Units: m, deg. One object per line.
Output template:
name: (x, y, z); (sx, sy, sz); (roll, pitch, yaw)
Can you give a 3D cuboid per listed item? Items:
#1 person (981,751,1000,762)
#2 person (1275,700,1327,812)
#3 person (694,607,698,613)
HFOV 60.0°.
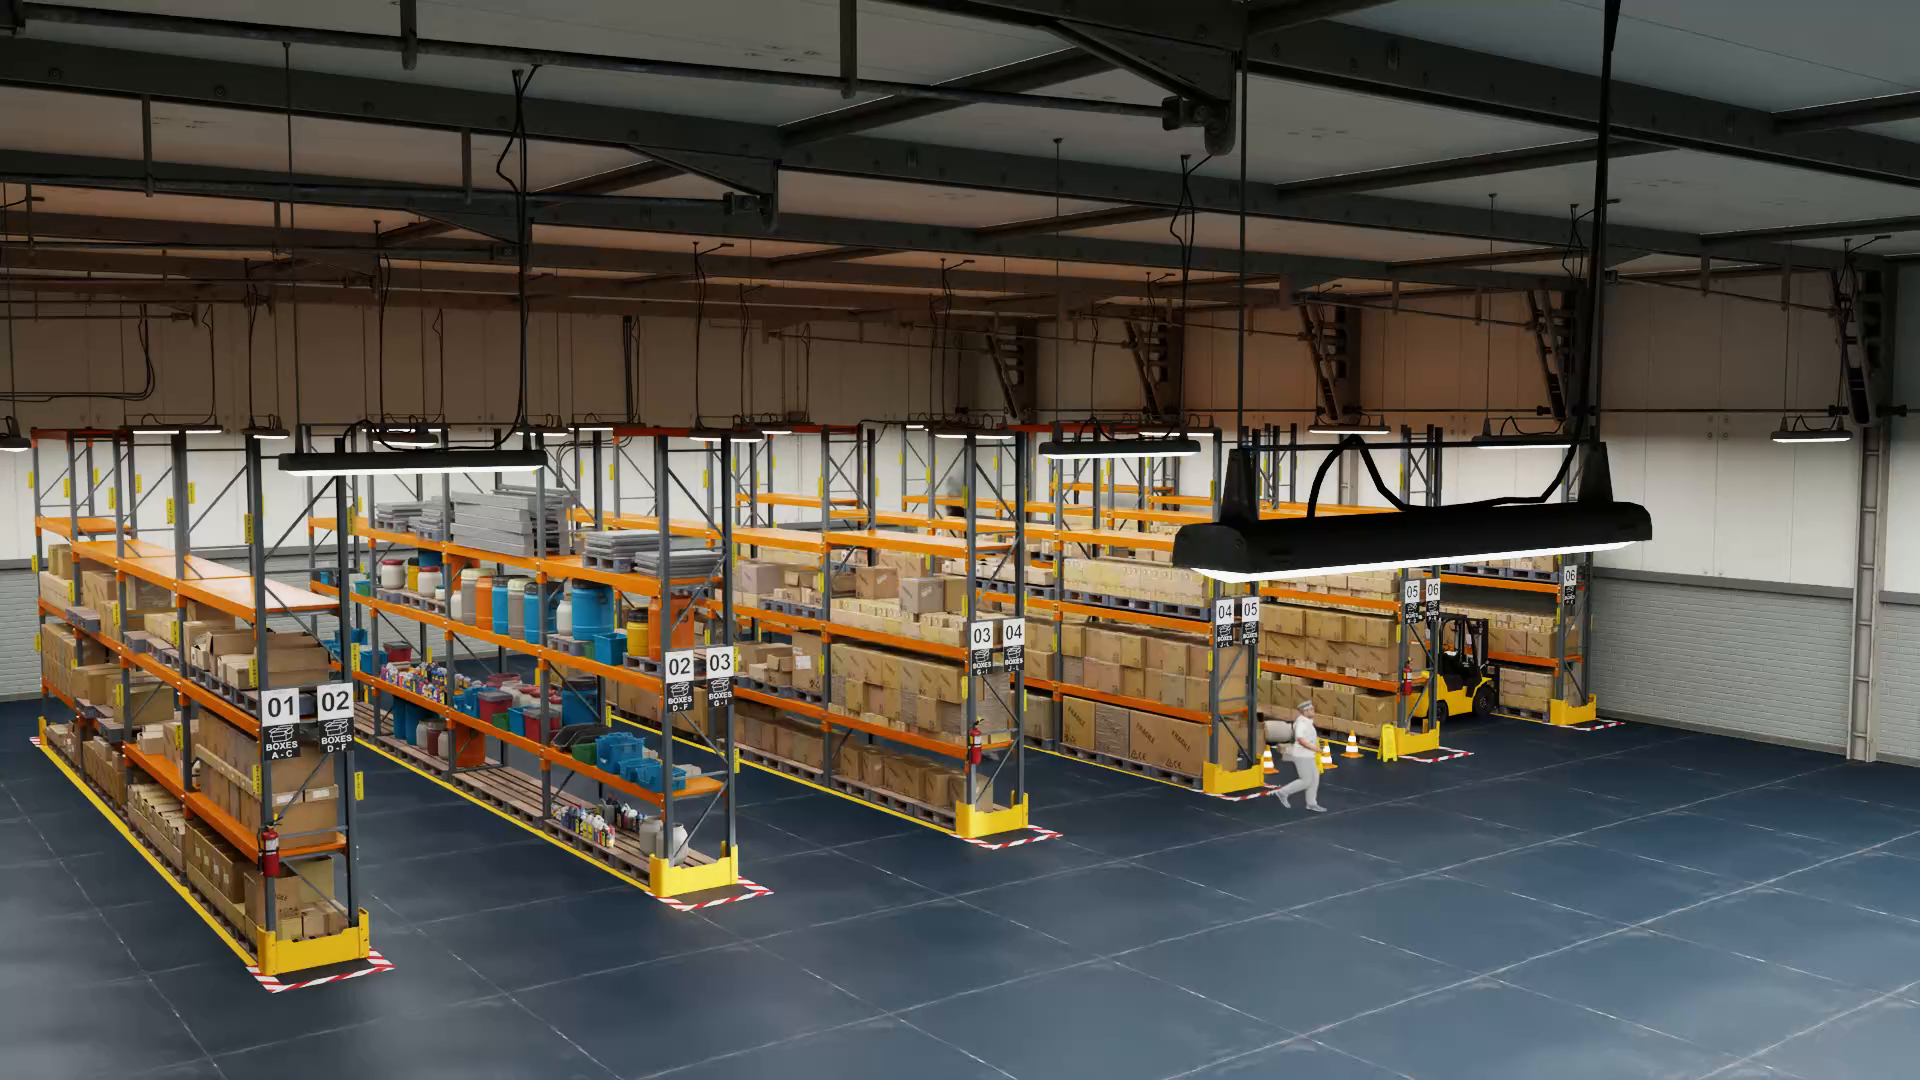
person: (0.588, 3.088, 30.075); (0.697, 1.815, 0.638); (3, 6, 36)
person: (5.391, 3.398, 26.221); (0.797, 1.784, 0.688); (1, 5, 12)
person: (-6.515, 2.388, 40.337); (0.610, 1.553, 0.660); (1, 5, 12)
